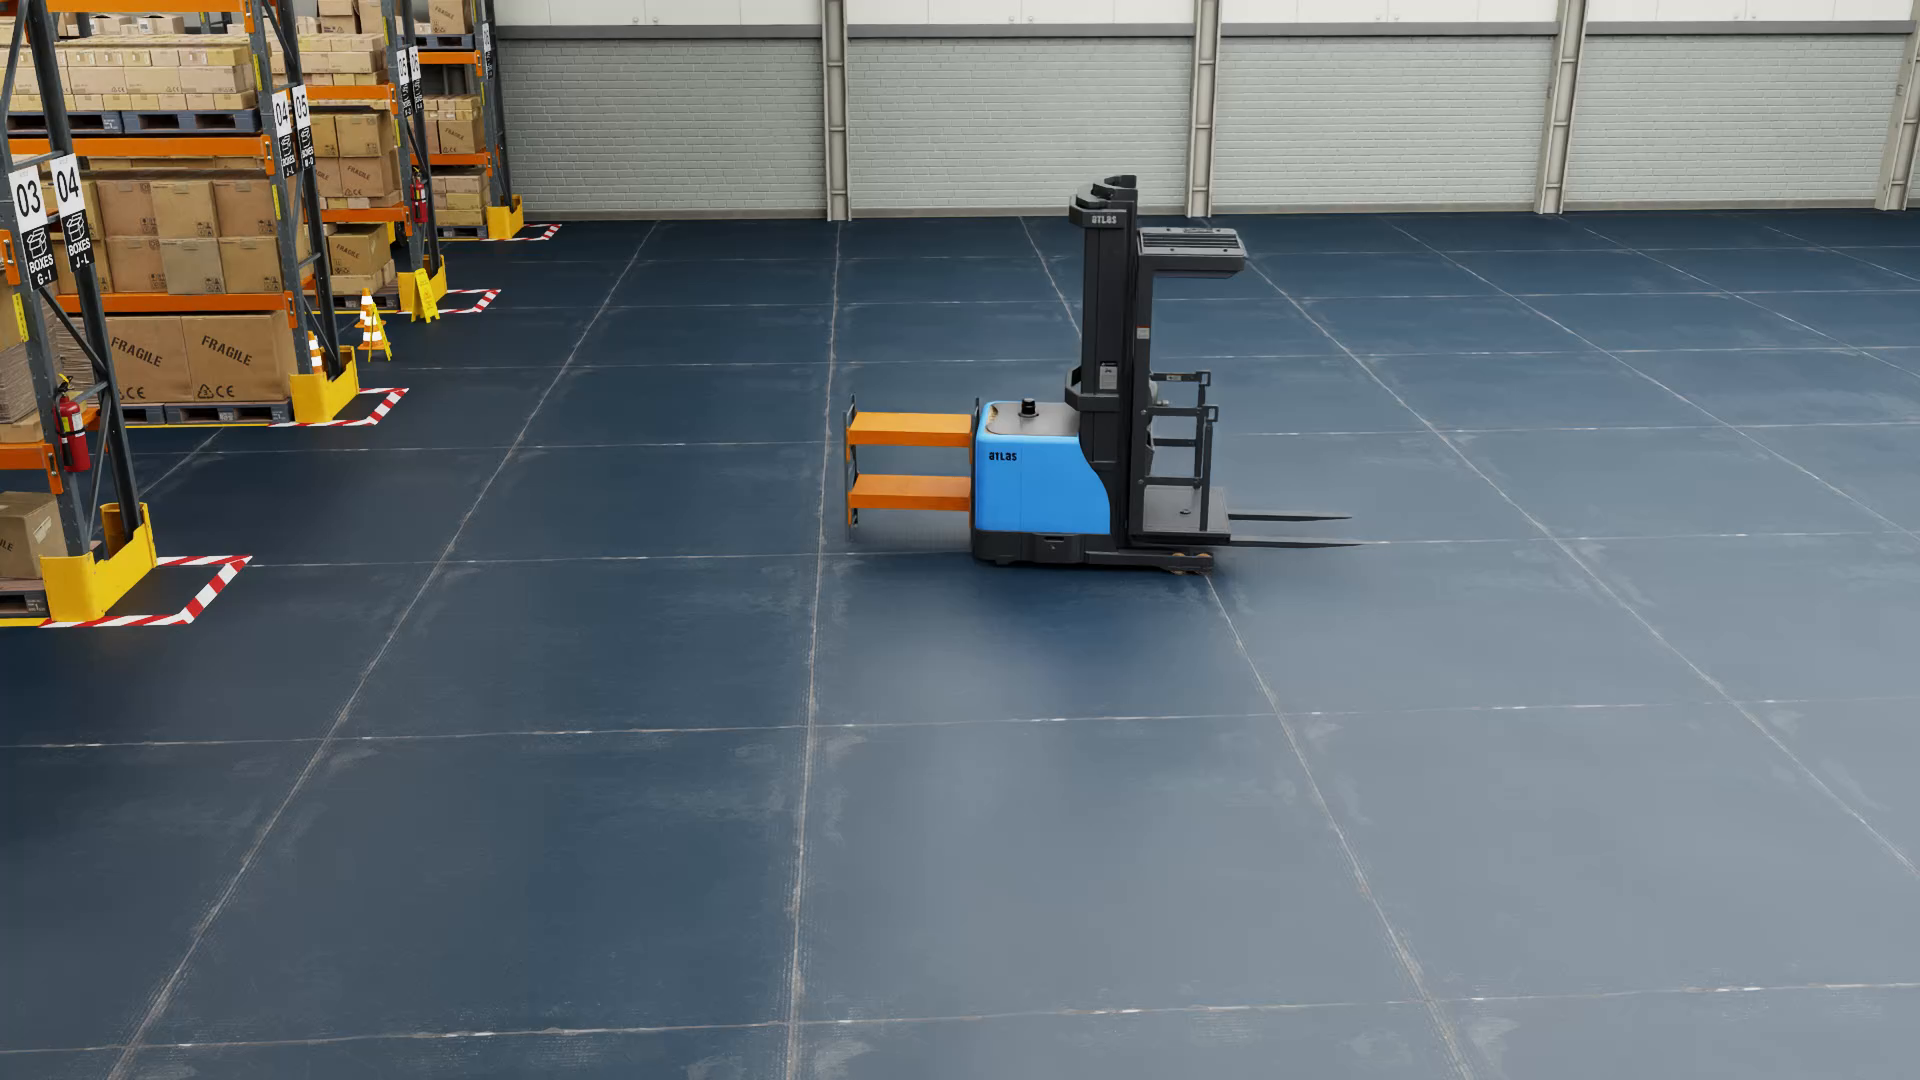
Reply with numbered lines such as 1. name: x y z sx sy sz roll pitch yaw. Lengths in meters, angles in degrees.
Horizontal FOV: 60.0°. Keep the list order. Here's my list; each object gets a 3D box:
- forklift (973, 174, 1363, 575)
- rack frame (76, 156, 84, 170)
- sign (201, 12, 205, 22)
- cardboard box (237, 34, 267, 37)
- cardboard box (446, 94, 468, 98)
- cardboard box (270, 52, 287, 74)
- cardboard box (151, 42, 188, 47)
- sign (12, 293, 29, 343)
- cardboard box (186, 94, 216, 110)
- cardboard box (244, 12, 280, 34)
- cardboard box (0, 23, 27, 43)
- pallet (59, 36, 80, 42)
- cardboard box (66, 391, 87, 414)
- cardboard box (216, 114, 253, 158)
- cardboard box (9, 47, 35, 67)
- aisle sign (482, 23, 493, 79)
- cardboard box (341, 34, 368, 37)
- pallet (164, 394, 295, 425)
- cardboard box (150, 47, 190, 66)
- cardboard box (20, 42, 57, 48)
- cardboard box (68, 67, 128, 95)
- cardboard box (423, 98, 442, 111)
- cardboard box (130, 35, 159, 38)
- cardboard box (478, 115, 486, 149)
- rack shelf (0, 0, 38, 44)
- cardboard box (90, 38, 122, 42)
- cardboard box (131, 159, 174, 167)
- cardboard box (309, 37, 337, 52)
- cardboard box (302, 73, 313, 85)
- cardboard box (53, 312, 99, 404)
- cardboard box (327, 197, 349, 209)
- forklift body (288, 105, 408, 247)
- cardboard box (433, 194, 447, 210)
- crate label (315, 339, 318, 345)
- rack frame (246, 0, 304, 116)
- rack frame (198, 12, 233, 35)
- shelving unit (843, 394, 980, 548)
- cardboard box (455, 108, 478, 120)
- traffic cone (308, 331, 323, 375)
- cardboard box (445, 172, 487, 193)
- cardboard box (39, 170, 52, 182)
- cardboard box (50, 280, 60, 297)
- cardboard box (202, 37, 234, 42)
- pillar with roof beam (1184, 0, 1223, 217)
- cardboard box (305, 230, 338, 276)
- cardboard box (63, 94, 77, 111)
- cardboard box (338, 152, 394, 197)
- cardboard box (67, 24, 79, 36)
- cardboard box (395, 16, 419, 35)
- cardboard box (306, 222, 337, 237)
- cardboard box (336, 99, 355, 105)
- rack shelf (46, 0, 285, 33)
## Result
1. forklift: 1.651 -1.294 12.900 3.031 2.935 1.130 2 21 4
2. rack frame: -10.951 -4.456 21.109 0.127 3.000 1.000 -1 21 -3
3. sign: -11.197 -7.817 24.553 0.005 0.325 0.100 -1 21 -3
4. cardboard box: -8.845 -6.240 20.811 0.250 0.149 0.380 -1 21 -2
5. cardboard box: -7.861 -6.875 25.993 0.250 0.149 0.380 0 21 -1
6. cardboard box: -8.473 -5.880 20.426 0.500 0.250 0.500 -1 21 -2
7. cardboard box: -7.683 -4.772 16.226 0.250 0.149 0.380 -1 21 -2
8. sign: -6.380 -1.508 11.295 0.005 0.325 0.100 -1 21 -3
9. cardboard box: -7.138 -4.176 15.782 0.250 0.149 0.380 -1 21 -3
10. cardboard box: -10.393 -7.753 24.947 0.500 0.311 0.500 -1 21 -2
11. cardboard box: -11.522 -6.161 20.289 0.500 0.250 0.500 -1 21 -2
12. pallet: -13.443 -7.521 25.209 1.213 0.211 1.003 0 21 -1
13. cardboard box: -6.690 -0.979 12.328 0.250 0.149 0.380 -1 21 -3
14. cardboard box: -8.970 -5.087 20.803 0.500 0.500 0.700 -1 21 -3
15. cardboard box: -8.666 -4.517 15.556 0.250 0.149 0.380 -1 21 -3
16. aisle sign: -7.162 -7.412 25.221 0.004 0.787 0.394 -1 21 -3
17. cardboard box: -7.575 -6.249 20.835 0.250 0.149 0.380 -1 21 -3
18. pallet: -7.368 -1.434 17.090 1.213 0.211 1.003 -1 21 -3
19. cardboard box: -7.396 -4.544 15.626 0.250 0.149 0.380 -1 21 -2
20. cardboard box: -8.960 -4.746 16.156 0.250 0.149 0.380 -1 21 -4
21. cardboard box: -8.047 -4.366 15.719 0.500 0.250 0.500 -1 21 -3
22. cardboard box: -8.094 -6.676 25.471 0.250 0.149 0.380 -1 21 -2
23. cardboard box: -10.127 -6.203 20.715 0.250 0.149 0.380 -1 21 -2
24. cardboard box: -7.755 -6.436 26.169 0.500 0.500 0.500 0 21 -1
25. rack shelf: -8.388 -3.442 11.031 4.000 0.370 1.077 -1 21 -3
26. cardboard box: -10.360 -6.019 20.232 0.250 0.149 0.380 -1 21 -1
27. cardboard box: -9.996 -4.570 20.851 0.500 0.500 0.500 -1 21 -3
28. cardboard box: -7.791 -6.079 20.390 0.250 0.149 0.380 -1 21 -4
29. cardboard box: -8.068 -5.724 20.576 0.250 0.149 0.380 -1 21 -3
30. cardboard box: -9.036 -1.911 16.820 0.875 0.875 0.875 -1 21 -3
31. cardboard box: -7.822 -4.294 21.037 0.250 0.149 0.380 -2 21 -4
32. forklift body: -9.033 -5.217 24.302 1.214 2.155 2.313 -1 21 -3
33. cardboard box: -8.214 -5.318 25.945 0.500 0.250 0.500 -1 21 -4
34. crate label: -7.692 -2.307 19.488 0.298 0.136 0.250 -13 24 -31
35. rack frame: -6.574 -5.585 15.642 0.127 3.000 1.000 -1 21 -3
36. rack frame: -11.238 -9.023 24.673 0.127 3.000 1.000 -1 21 -3
37. shelving unit: -0.384 -0.562 13.515 1.048 1.125 0.538 2 21 4
38. cardboard box: -7.575 -6.544 25.541 0.250 0.149 0.380 -1 21 -2
39. traffic cone: -7.185 -2.089 18.458 0.334 0.463 0.336 -1 21 -3
40. cardboard box: -7.686 -5.559 25.875 0.500 0.250 0.500 0 21 -1
41. cardboard box: -9.108 -3.284 16.303 0.550 0.550 0.875 -1 21 -3
42. cardboard box: -9.106 -2.770 16.470 0.550 0.550 0.875 -1 21 -3
43. cardboard box: -9.070 -6.065 20.351 0.250 0.149 0.380 -1 21 -2
44. pillar with roof beam: 4.235 -8.125 22.314 0.400 9.000 9.100 -1 21 -3
45. cardboard box: -8.263 -3.678 21.287 0.500 0.500 0.500 0 21 -1
46. cardboard box: -8.409 -4.150 15.713 0.250 0.149 0.380 -1 21 -2
47. cardboard box: -7.483 -4.614 20.966 0.500 0.500 0.500 -2 21 -4
48. cardboard box: -13.088 -7.601 24.776 0.250 0.149 0.380 -1 21 -4
49. cardboard box: -8.308 -7.753 25.011 0.258 0.266 0.396 -1 21 -3
50. cardboard box: -8.105 -3.962 21.120 0.250 0.149 0.380 -1 21 -1
51. cardboard box: -9.373 -6.675 25.467 0.250 0.149 0.380 -1 21 -3
52. rack shelf: -8.571 -5.021 15.735 4.000 0.370 1.077 -1 21 -3
